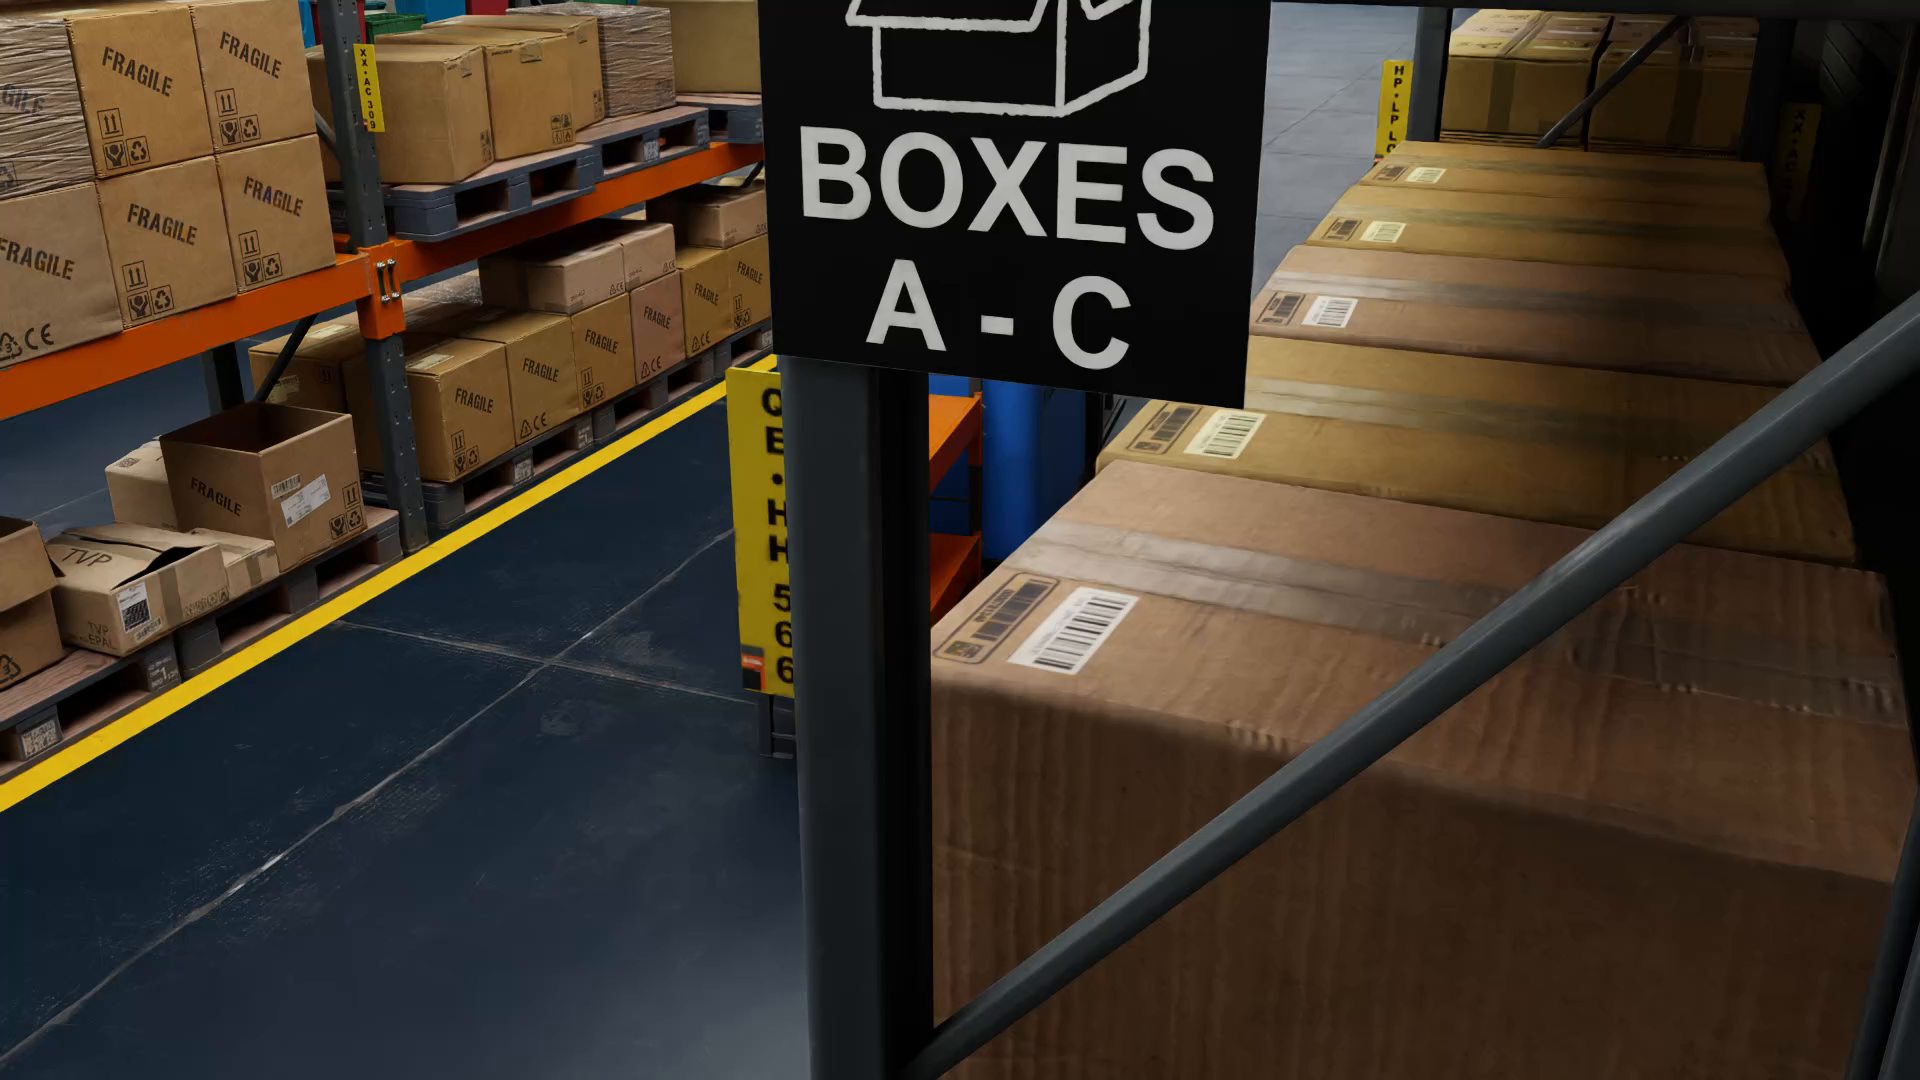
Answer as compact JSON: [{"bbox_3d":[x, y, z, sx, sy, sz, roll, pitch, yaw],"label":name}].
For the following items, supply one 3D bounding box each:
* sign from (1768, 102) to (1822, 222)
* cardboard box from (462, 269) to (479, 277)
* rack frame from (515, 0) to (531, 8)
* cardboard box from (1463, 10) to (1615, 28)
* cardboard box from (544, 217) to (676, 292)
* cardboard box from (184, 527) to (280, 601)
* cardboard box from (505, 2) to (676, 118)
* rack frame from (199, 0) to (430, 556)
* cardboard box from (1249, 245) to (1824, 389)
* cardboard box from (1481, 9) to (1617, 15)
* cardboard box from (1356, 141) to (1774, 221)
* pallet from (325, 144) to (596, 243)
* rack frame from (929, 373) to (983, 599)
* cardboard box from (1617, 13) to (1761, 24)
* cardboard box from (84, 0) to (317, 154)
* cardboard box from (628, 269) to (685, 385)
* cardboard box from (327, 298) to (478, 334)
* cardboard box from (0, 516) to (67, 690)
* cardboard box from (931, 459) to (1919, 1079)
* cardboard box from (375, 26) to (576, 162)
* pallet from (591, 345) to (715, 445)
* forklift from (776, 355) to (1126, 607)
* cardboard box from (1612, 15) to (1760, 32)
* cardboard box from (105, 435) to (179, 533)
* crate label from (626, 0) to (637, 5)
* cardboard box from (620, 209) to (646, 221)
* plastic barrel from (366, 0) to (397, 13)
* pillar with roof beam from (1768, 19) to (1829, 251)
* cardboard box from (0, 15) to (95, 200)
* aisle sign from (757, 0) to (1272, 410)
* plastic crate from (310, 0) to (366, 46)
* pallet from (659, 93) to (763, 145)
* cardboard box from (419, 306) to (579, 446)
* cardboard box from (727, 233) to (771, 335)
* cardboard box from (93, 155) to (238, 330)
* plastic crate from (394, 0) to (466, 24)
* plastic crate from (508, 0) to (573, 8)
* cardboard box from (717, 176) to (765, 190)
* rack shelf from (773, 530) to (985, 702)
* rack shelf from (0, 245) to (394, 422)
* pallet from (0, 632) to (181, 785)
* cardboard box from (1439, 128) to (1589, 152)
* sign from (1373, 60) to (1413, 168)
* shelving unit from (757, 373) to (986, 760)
[{"bbox_3d":[2.336,-1.061,4.672,0.100,0.325,0.005,9,24,20],"label":"sign"},{"bbox_3d":[-2.299,-1.216,8.942,0.500,0.500,0.500,8,24,18],"label":"cardboard box"},{"bbox_3d":[-4.407,-4.985,15.293,1.000,3.000,0.127,9,24,20],"label":"rack frame"},{"bbox_3d":[2.144,-1.810,6.178,0.500,0.250,0.500,9,24,21],"label":"cardboard box"},{"bbox_3d":[-1.818,-1.483,8.608,0.500,0.250,0.500,8,24,19],"label":"cardboard box"},{"bbox_3d":[-2.813,0.088,6.275,0.380,0.149,0.250,9,24,20],"label":"cardboard box"},{"bbox_3d":[-1.941,-2.542,8.768,0.700,0.500,0.500,14,26,30],"label":"cardboard box"},{"bbox_3d":[-2.781,-1.412,6.738,1.000,3.000,0.127,9,24,20],"label":"rack frame"},{"bbox_3d":[1.066,-0.128,3.276,0.980,0.700,0.700,8,24,17],"label":"cardboard box"},{"bbox_3d":[2.333,-1.993,6.615,0.500,0.250,0.500,8,24,19],"label":"cardboard box"},{"bbox_3d":[1.603,-0.650,4.526,0.980,0.700,0.700,9,24,21],"label":"cardboard box"},{"bbox_3d":[-2.383,-1.593,7.422,1.003,0.211,1.213,9,24,20],"label":"pallet"},{"bbox_3d":[-0.165,-0.161,6.177,0.500,1.125,0.032,6,23,13],"label":"rack frame"},{"bbox_3d":[2.800,-1.924,6.450,0.500,0.250,0.500,8,24,19],"label":"cardboard box"},{"bbox_3d":[-2.728,-1.701,6.004,0.500,0.500,0.500,9,24,20],"label":"cardboard box"},{"bbox_3d":[-1.806,-1.151,8.785,0.500,0.500,0.500,8,24,18],"label":"cardboard box"},{"bbox_3d":[-2.672,-0.855,8.077,0.500,0.500,0.500,9,24,20],"label":"cardboard box"},{"bbox_3d":[-3.474,0.210,5.523,0.797,0.503,0.637,9,24,20],"label":"cardboard box"},{"bbox_3d":[0.514,0.405,1.999,0.980,0.700,0.700,10,25,22],"label":"cardboard box"},{"bbox_3d":[-2.201,-2.044,7.578,0.700,0.500,0.500,13,26,28],"label":"cardboard box"},{"bbox_3d":[-2.062,-0.860,9.034,1.003,0.211,1.213,9,24,20],"label":"pallet"},{"bbox_3d":[0.155,-1.586,7.245,1.130,2.935,3.031,6,23,13],"label":"forklift"},{"bbox_3d":[2.602,-1.738,6.005,0.500,0.250,0.500,8,24,18],"label":"cardboard box"},{"bbox_3d":[-3.138,-0.255,6.886,0.500,0.311,0.500,9,24,20],"label":"cardboard box"},{"bbox_3d":[-3.353,-5.735,17.043,0.502,0.435,0.616,9,24,20],"label":"crate label"},{"bbox_3d":[-1.729,-1.771,10.270,0.500,0.500,0.500,10,25,22],"label":"cardboard box"},{"bbox_3d":[-4.966,-4.737,14.522,0.433,0.535,0.433,0,23,0],"label":"plastic barrel"},{"bbox_3d":[0.595,-5.861,9.607,9.100,9.000,0.400,9,24,20],"label":"pillar with roof beam"},{"bbox_3d":[-3.103,-1.337,5.132,0.500,0.500,0.500,9,24,20],"label":"cardboard box"},{"bbox_3d":[0.029,-0.489,1.156,0.394,0.787,0.004,9,24,20],"label":"aisle sign"},{"bbox_3d":[-5.008,-4.118,13.133,0.402,0.464,0.583,9,24,20],"label":"plastic crate"},{"bbox_3d":[-1.482,-2.502,9.597,1.213,0.211,1.003,9,24,20],"label":"pallet"},{"bbox_3d":[-2.187,-0.792,7.927,0.500,0.500,0.500,9,24,21],"label":"cardboard box"},{"bbox_3d":[-1.424,-1.524,9.680,0.500,0.500,0.500,10,25,22],"label":"cardboard box"},{"bbox_3d":[-2.918,-1.058,5.760,0.500,0.500,0.500,9,24,22],"label":"cardboard box"},{"bbox_3d":[-4.528,-4.538,14.244,0.392,0.384,0.575,9,24,20],"label":"plastic crate"},{"bbox_3d":[-4.094,-5.126,15.709,0.767,0.338,0.504,9,24,20],"label":"plastic crate"},{"bbox_3d":[-1.329,-2.250,11.039,0.500,0.311,0.500,9,24,21],"label":"cardboard box"},{"bbox_3d":[-0.292,0.254,5.817,0.538,0.278,1.000,6,23,13],"label":"rack shelf"},{"bbox_3d":[-3.524,-0.364,5.163,1.077,0.370,4.000,9,24,20],"label":"rack shelf"},{"bbox_3d":[-3.488,0.559,5.639,1.003,0.211,1.213,9,24,20],"label":"pallet"},{"bbox_3d":[1.757,-1.098,5.445,0.500,0.500,0.500,8,24,19],"label":"cardboard box"},{"bbox_3d":[1.312,-1.276,5.013,0.100,0.325,0.005,9,24,20],"label":"sign"},{"bbox_3d":[-0.292,0.028,5.722,0.538,1.125,1.048,6,23,13],"label":"shelving unit"}]
